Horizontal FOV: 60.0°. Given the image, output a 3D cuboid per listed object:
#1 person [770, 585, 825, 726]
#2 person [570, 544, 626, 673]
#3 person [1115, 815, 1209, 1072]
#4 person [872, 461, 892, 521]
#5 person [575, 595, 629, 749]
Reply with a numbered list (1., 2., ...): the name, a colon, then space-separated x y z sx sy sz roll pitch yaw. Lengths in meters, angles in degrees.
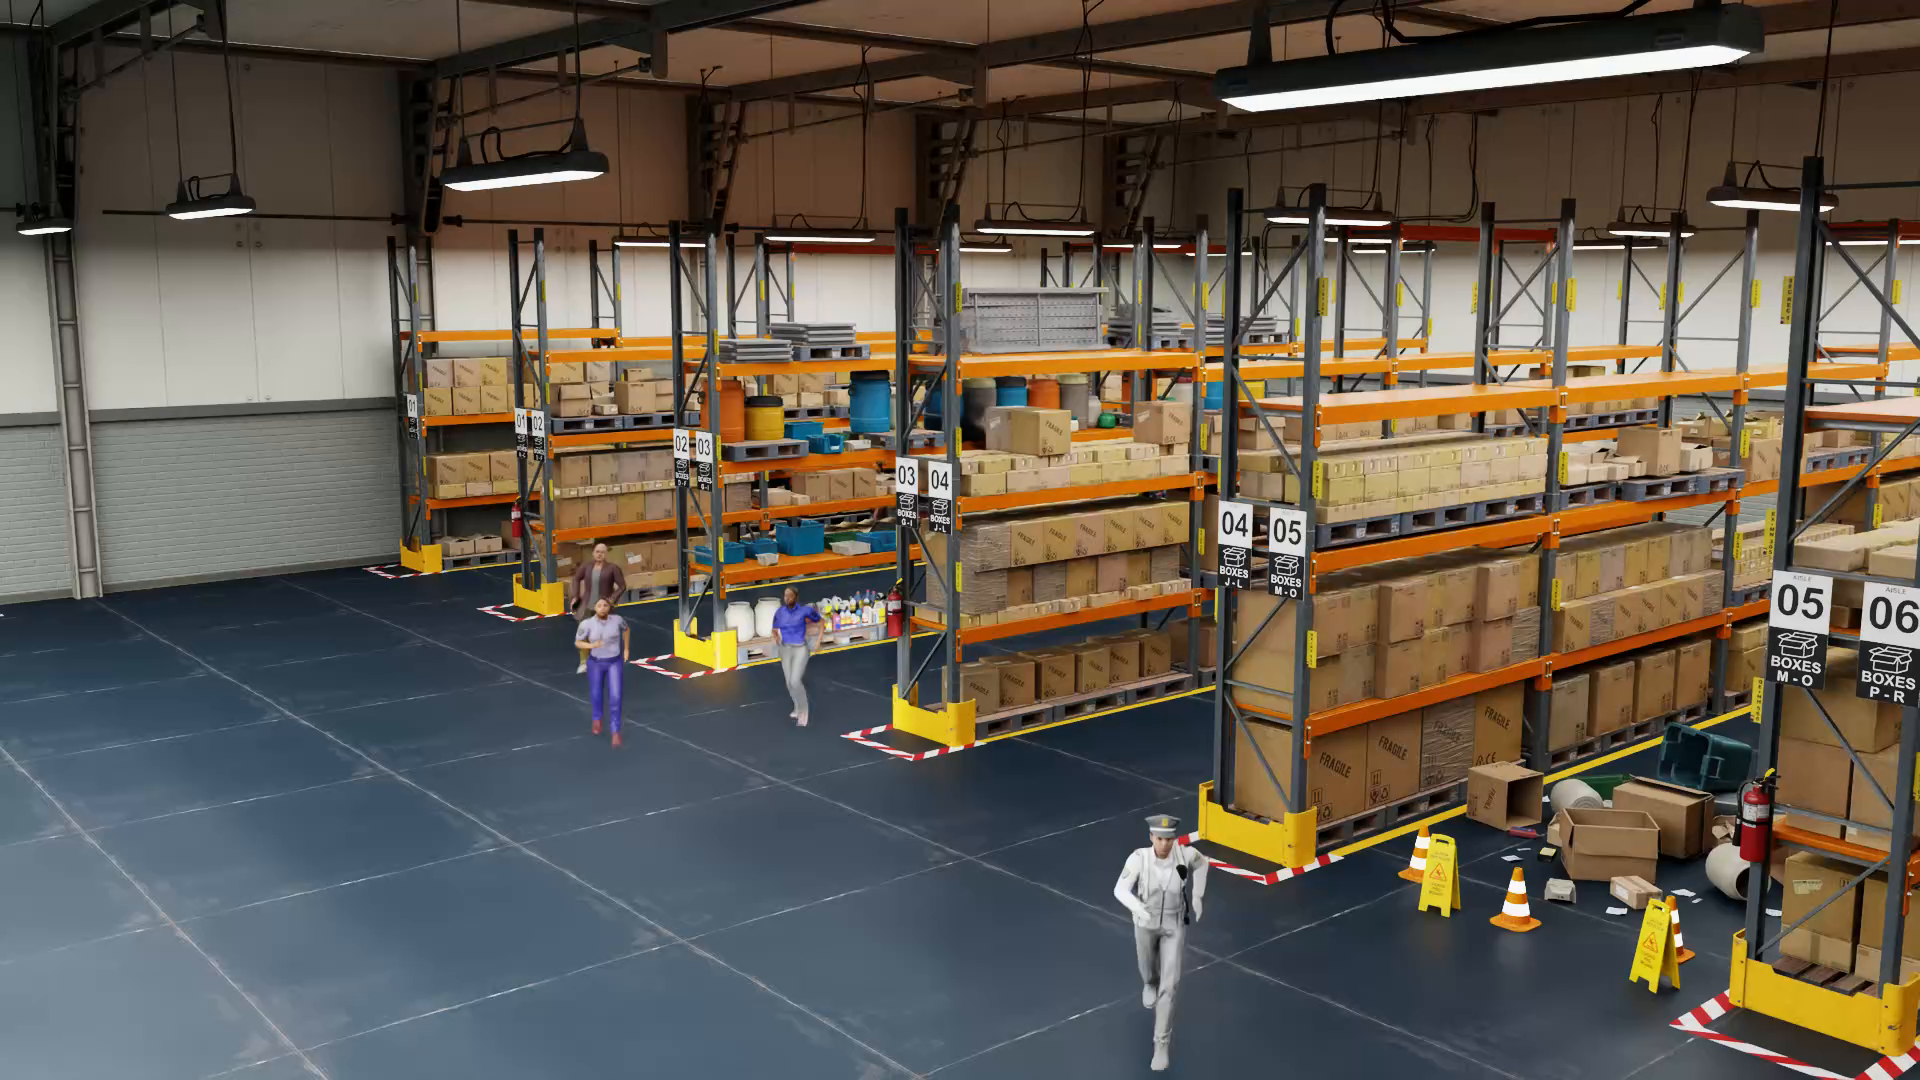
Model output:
1. person: -1.947 1.380 19.600 0.581 1.717 0.709 3 9 20
2. person: -4.874 0.906 22.436 0.757 1.749 0.672 1 9 8
3. person: 1.373 2.634 11.353 0.649 1.699 0.950 0 9 3
4. person: -1.568 -0.741 33.053 0.887 1.695 0.529 -7 11 -39
5. person: -4.048 1.466 18.886 0.631 1.686 0.810 -3 9 -16
